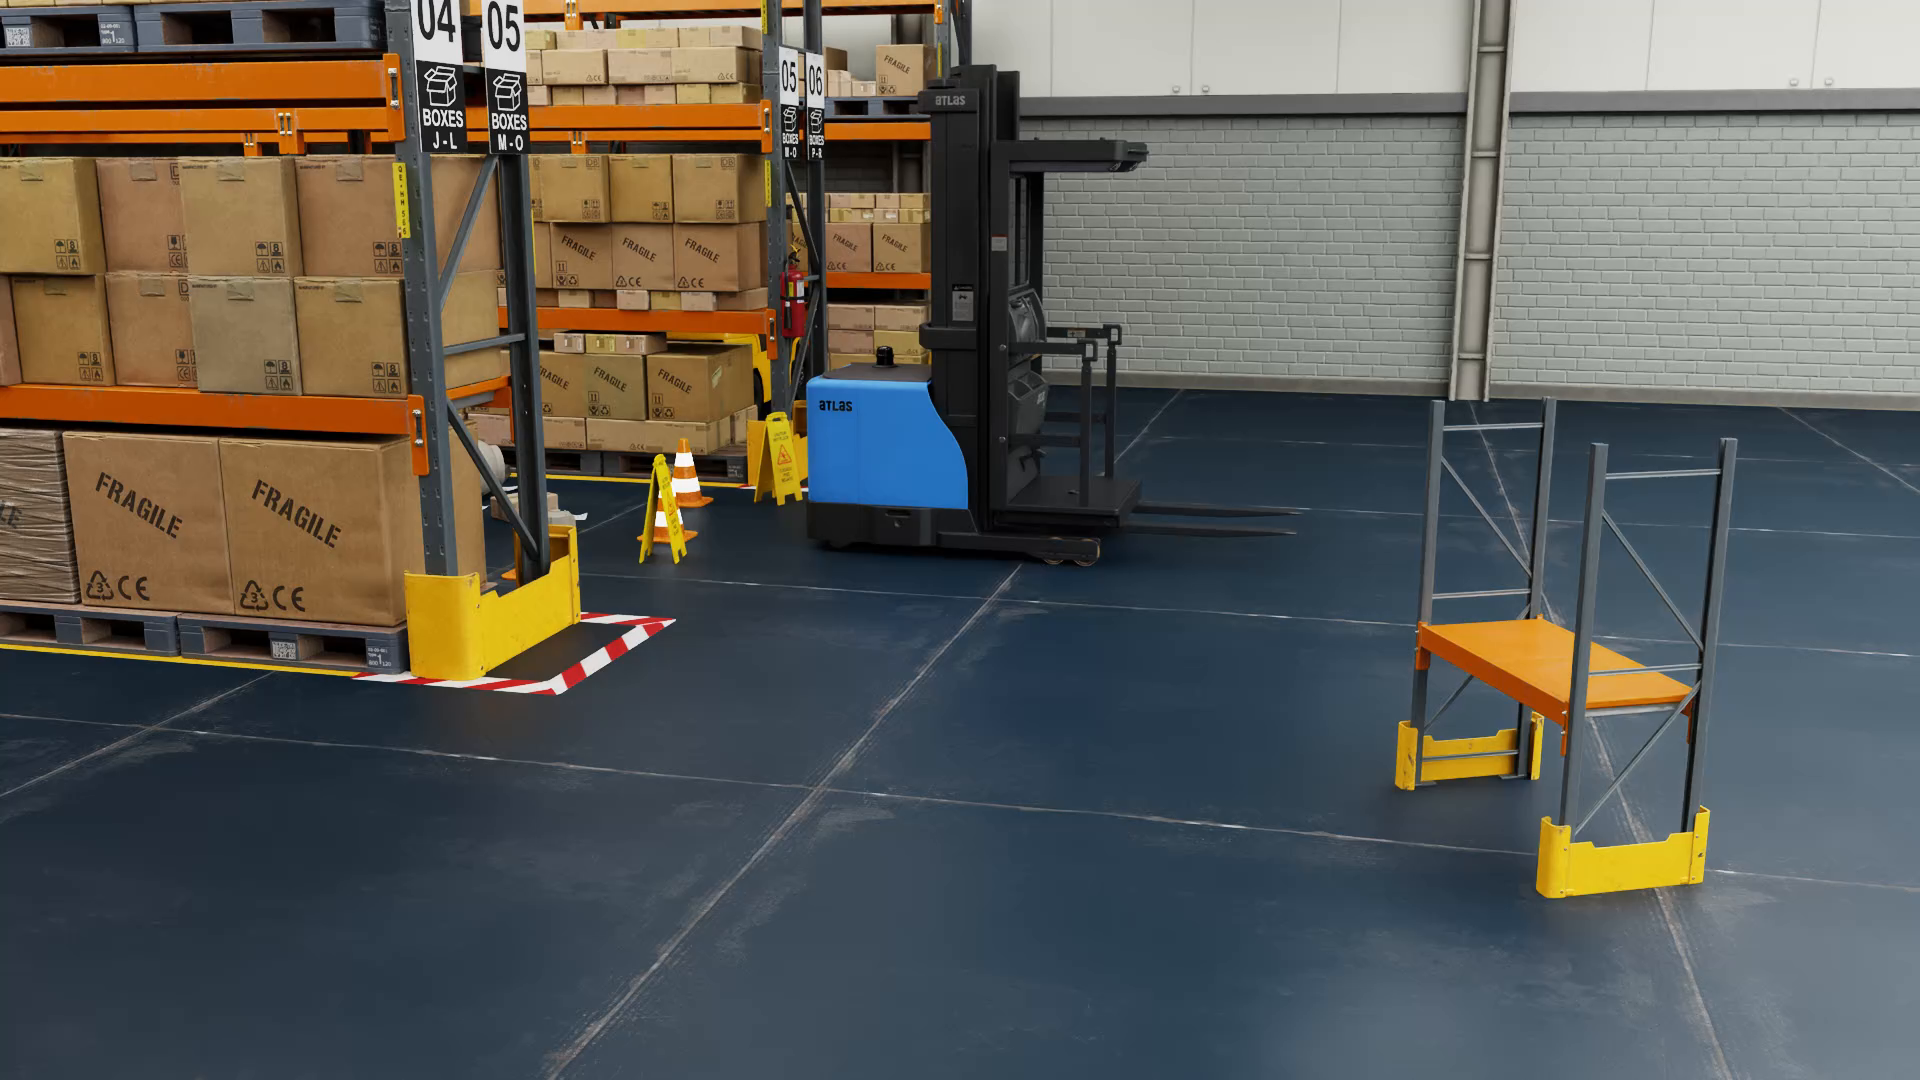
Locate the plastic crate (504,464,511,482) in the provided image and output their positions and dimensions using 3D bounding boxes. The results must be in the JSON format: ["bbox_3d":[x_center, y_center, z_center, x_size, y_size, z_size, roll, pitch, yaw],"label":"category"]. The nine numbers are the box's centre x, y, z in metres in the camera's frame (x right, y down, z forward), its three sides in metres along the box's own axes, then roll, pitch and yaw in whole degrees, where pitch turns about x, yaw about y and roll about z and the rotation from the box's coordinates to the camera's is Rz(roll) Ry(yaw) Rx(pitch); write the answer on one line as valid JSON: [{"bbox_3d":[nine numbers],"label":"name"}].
[{"bbox_3d":[-3.794,-0.510,12.846,0.583,0.080,0.402,-1,13,-6],"label":"plastic crate"}]

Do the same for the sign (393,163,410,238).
[{"bbox_3d":[-2.470,-1.503,7.361,0.005,0.325,0.100,3,13,14],"label":"sign"}]

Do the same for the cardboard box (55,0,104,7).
[{"bbox_3d":[-3.964,-2.543,7.723,0.250,0.149,0.380,3,13,14],"label":"cardboard box"}]

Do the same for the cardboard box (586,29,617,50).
[{"bbox_3d":[-2.601,-3.737,12.465,0.250,0.149,0.380,3,13,14],"label":"cardboard box"}]

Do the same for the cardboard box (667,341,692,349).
[{"bbox_3d":[-2.487,-1.337,13.483,0.500,0.500,0.500,3,13,11],"label":"cardboard box"}]

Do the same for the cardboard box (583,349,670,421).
[{"bbox_3d":[-2.586,-1.223,12.969,0.500,0.500,0.500,4,13,16],"label":"cardboard box"}]

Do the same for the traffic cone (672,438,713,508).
[{"bbox_3d":[-1.965,-0.494,11.891,0.334,0.463,0.336,3,13,14],"label":"traffic cone"}]

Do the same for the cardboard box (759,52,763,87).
[{"bbox_3d":[-1.663,-3.600,12.768,0.500,0.250,0.500,3,13,13],"label":"cardboard box"}]

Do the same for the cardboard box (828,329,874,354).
[{"bbox_3d":[-1.085,-2.120,17.587,0.500,0.250,0.500,3,13,13],"label":"cardboard box"}]

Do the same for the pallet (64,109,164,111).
[{"bbox_3d":[-6.704,-3.669,13.854,1.003,0.211,1.213,3,13,14],"label":"pallet"}]

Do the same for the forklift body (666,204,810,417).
[{"bbox_3d":[-2.331,-2.326,16.250,1.214,2.155,2.313,3,13,14],"label":"forklift body"}]

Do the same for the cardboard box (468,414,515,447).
[{"bbox_3d":[-3.577,-0.912,13.297,0.500,0.250,0.500,3,13,13],"label":"cardboard box"}]

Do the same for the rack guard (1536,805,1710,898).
[{"bbox_3d":[2.199,1.030,5.516,0.587,0.250,0.087,-3,13,-12],"label":"rack guard"}]

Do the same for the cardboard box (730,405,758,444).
[{"bbox_3d":[-1.956,-0.944,13.442,0.500,0.250,0.500,3,13,13],"label":"cardboard box"}]

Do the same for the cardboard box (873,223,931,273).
[{"bbox_3d":[-0.594,-3.044,17.299,0.500,0.500,0.500,3,13,12],"label":"cardboard box"}]

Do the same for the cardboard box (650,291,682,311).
[{"bbox_3d":[-2.169,-1.841,12.685,0.250,0.149,0.380,3,13,13],"label":"cardboard box"}]

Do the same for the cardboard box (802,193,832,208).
[{"bbox_3d":[-1.462,-3.543,17.363,0.250,0.149,0.380,3,13,15],"label":"cardboard box"}]

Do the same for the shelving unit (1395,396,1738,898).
[{"bbox_3d":[2.090,0.314,5.855,0.587,1.500,1.083,-3,13,-12],"label":"shelving unit"}]

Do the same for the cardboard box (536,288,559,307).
[{"bbox_3d":[-3.132,-1.916,13.026,0.250,0.149,0.380,3,13,14],"label":"cardboard box"}]

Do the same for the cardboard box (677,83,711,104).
[{"bbox_3d":[-1.901,-3.289,12.286,0.250,0.149,0.380,3,13,14],"label":"cardboard box"}]

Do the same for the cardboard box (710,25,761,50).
[{"bbox_3d":[-1.638,-3.668,12.154,0.250,0.149,0.380,3,13,14],"label":"cardboard box"}]

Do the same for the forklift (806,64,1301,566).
[{"bbox_3d":[0.606,-1.399,10.272,3.031,2.935,1.130,3,13,13],"label":"forklift"}]

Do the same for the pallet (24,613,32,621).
[{"bbox_3d":[-5.491,0.275,9.009,1.213,0.211,1.003,3,13,14],"label":"pallet"}]

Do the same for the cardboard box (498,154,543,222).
[{"bbox_3d":[-3.247,-2.732,12.895,0.500,0.500,0.700,3,13,13],"label":"cardboard box"}]

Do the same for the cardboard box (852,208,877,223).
[{"bbox_3d":[-0.949,-3.383,17.329,0.250,0.149,0.380,3,13,15],"label":"cardboard box"}]

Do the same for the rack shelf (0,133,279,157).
[{"bbox_3d":[-9.762,-4.657,19.536,4.000,0.370,1.077,3,13,14],"label":"rack shelf"}]

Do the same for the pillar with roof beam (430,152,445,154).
[{"bbox_3d":[-7.370,-5.586,15.134,0.400,9.000,9.100,3,13,14],"label":"pillar with roof beam"}]

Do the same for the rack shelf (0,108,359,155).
[{"bbox_3d":[-7.064,-3.406,13.895,4.000,0.370,1.077,3,13,14],"label":"rack shelf"}]

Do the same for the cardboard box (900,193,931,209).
[{"bbox_3d":[-0.451,-3.510,17.215,0.250,0.149,0.380,3,13,14],"label":"cardboard box"}]

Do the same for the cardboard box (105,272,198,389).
[{"bbox_3d":[-3.750,-1.097,8.409,0.550,0.550,0.875,3,13,14],"label":"cardboard box"}]

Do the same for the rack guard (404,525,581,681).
[{"bbox_3d":[-2.303,0.287,8.288,0.348,0.500,1.175,3,13,14],"label":"rack guard"}]

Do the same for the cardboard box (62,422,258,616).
[{"bbox_3d":[-3.856,-0.169,8.507,0.875,0.875,0.875,3,13,13],"label":"cardboard box"}]

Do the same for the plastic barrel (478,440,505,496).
[{"bbox_3d":[-3.607,-0.512,12.066,0.512,0.421,0.421,-9,15,-35],"label":"plastic barrel"}]

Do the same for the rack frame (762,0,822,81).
[{"bbox_3d":[-1.239,-4.910,12.089,0.127,3.000,1.000,3,13,14],"label":"rack frame"}]

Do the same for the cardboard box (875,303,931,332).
[{"bbox_3d":[-0.575,-2.334,17.400,0.500,0.250,0.500,4,13,15],"label":"cardboard box"}]

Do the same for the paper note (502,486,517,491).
[{"bbox_3d":[-3.365,-0.392,12.431,0.148,0.019,0.142,-1,13,-6],"label":"paper note"}]

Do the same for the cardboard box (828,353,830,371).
[{"bbox_3d":[-1.549,-1.901,17.758,0.500,0.250,0.500,3,13,14],"label":"cardboard box"}]

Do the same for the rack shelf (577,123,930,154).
[{"bbox_3d":[-1.995,-4.242,17.665,4.000,0.370,1.077,3,13,14],"label":"rack shelf"}]

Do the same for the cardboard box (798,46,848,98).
[{"bbox_3d":[-1.512,-4.838,17.259,0.500,0.500,0.700,3,13,14],"label":"cardboard box"}]

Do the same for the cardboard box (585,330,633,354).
[{"bbox_3d":[-2.695,-1.532,12.863,0.250,0.149,0.380,3,13,14],"label":"cardboard box"}]

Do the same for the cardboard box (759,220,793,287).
[{"bbox_3d":[-1.632,-2.258,13.069,0.500,0.500,0.500,3,13,13],"label":"cardboard box"}]

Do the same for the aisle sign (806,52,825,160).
[{"bbox_3d":[-1.104,-3.312,12.736,0.004,0.787,0.394,3,13,14],"label":"aisle sign"}]

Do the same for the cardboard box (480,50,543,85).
[{"bbox_3d":[-3.284,-3.566,12.613,0.500,0.250,0.500,3,13,14],"label":"cardboard box"}]

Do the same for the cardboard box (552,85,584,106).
[{"bbox_3d":[-2.889,-3.355,12.585,0.250,0.149,0.380,3,13,12],"label":"cardboard box"}]

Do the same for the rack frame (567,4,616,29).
[{"bbox_3d":[-3.937,-6.162,17.730,0.127,3.000,1.000,3,13,14],"label":"rack frame"}]

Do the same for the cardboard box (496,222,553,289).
[{"bbox_3d":[-3.289,-2.229,12.939,0.500,0.500,0.500,3,13,14],"label":"cardboard box"}]

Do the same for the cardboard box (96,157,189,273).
[{"bbox_3d":[-3.745,-1.630,8.314,0.550,0.550,0.875,3,13,14],"label":"cardboard box"}]

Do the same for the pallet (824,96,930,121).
[{"bbox_3d":[-0.733,-4.489,17.319,1.213,0.211,1.003,3,13,14],"label":"pallet"}]
